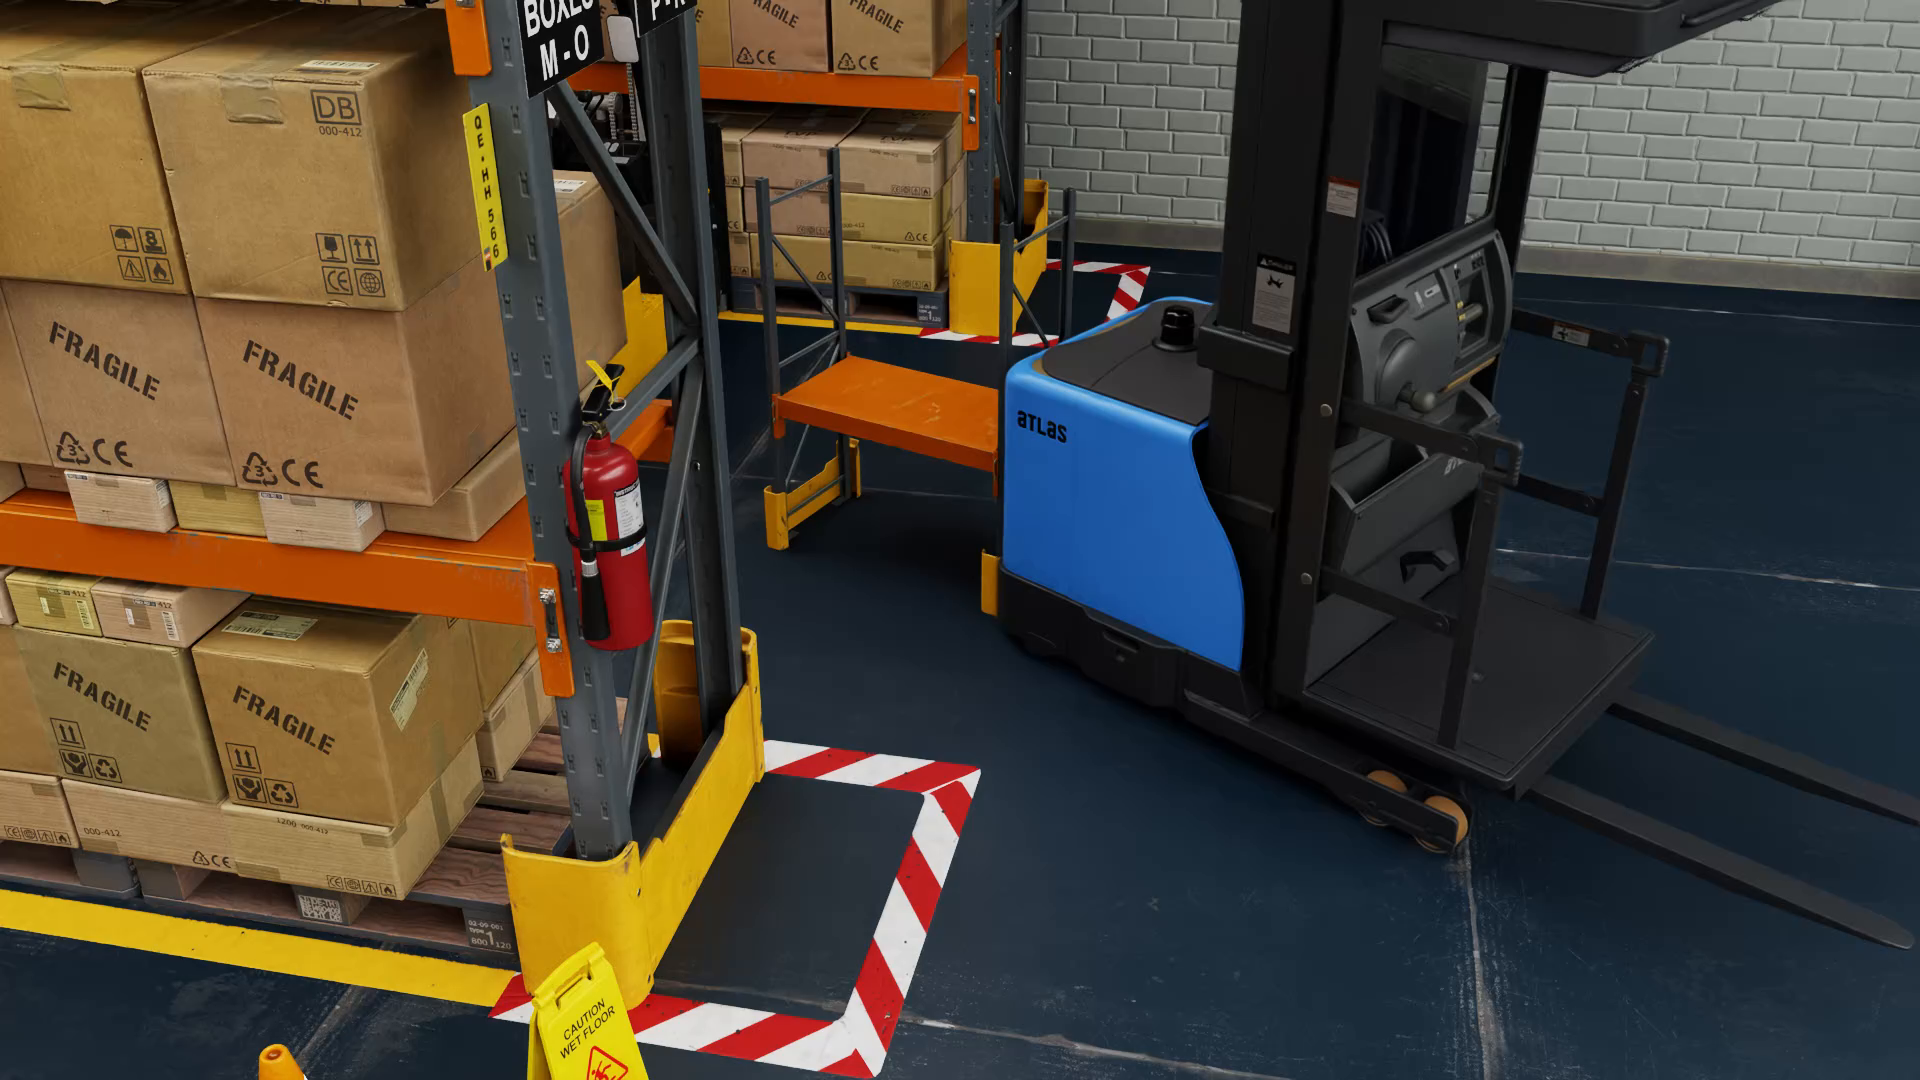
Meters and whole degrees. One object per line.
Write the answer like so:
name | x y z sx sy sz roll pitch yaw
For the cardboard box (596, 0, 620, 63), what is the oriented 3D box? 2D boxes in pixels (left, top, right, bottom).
cardboard box | -1.839 -2.786 8.611 0.500 0.500 0.500 6 29 11

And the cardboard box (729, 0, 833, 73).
cardboard box | -0.844 -2.690 8.435 0.500 0.500 0.500 7 29 12

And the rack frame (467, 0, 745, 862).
rack frame | -0.835 -0.332 4.233 0.127 3.000 1.000 6 29 11

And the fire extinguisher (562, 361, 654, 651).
fire extinguisher | -0.819 -0.070 3.835 0.183 0.674 0.296 6 29 11

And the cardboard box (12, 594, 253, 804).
cardboard box | -2.184 0.352 4.628 0.500 0.500 0.500 7 29 12

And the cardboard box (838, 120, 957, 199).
cardboard box | -0.318 -1.980 8.627 0.500 0.250 0.500 7 29 12

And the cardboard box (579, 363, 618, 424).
cardboard box | -1.124 -0.353 4.533 0.250 0.149 0.380 6 29 11

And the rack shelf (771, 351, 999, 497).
rack shelf | -0.164 -0.463 6.409 1.000 0.185 0.538 16 32 26

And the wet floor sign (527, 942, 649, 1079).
wet floor sign | -0.873 1.222 3.845 0.232 0.644 0.267 17 33 28

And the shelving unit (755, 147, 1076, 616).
shelving unit | -0.172 -0.623 6.326 1.083 1.500 0.587 16 32 26

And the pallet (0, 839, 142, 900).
pallet | -2.886 0.662 5.321 1.213 0.211 1.003 6 29 11

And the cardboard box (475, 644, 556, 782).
cardboard box | -1.566 0.479 5.177 0.500 0.250 0.500 6 29 10

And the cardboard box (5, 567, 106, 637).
cardboard box | -2.291 0.087 4.438 0.250 0.149 0.380 6 29 11

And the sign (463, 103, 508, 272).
sign | -0.970 -0.720 3.406 0.005 0.325 0.100 6 29 11

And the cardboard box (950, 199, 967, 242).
cardboard box | -0.242 -1.783 9.308 0.500 0.250 0.500 6 29 11

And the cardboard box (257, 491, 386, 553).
cardboard box | -1.516 -0.132 4.129 0.250 0.149 0.380 6 29 10

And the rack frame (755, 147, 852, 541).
rack frame | -0.602 -0.745 6.549 0.032 1.500 0.500 16 32 26

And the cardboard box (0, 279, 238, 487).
cardboard box | -1.912 -0.484 4.096 0.500 0.500 0.500 6 29 11

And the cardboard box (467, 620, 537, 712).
cardboard box | -1.589 0.148 5.001 0.500 0.500 0.500 5 29 9

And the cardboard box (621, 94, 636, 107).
cardboard box | -1.709 -2.375 9.350 0.500 0.250 0.500 5 29 10

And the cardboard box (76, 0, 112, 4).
cardboard box | -4.754 -2.974 9.215 0.500 0.250 0.500 6 29 10

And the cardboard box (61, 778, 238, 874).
cardboard box | -2.187 0.680 4.811 0.500 0.250 0.500 6 29 11

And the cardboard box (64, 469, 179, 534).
cardboard box | -2.021 -0.179 4.216 0.250 0.149 0.380 6 29 11

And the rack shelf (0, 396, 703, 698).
rack shelf | -2.791 -0.217 4.772 4.000 0.370 1.077 6 29 11

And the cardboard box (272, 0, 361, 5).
cardboard box | -3.334 -2.941 8.895 0.500 0.500 0.500 5 29 9

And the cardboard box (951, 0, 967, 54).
cardboard box | -0.229 -2.887 8.796 0.500 0.500 0.500 7 29 12

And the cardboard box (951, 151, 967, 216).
cardboard box | -0.219 -2.005 9.195 0.500 0.250 0.500 6 29 11

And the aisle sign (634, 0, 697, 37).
aisle sign | -0.710 -1.612 3.863 0.004 0.787 0.394 6 29 11

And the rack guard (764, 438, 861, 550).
rack guard | -0.601 -0.197 6.849 0.087 0.250 0.587 16 32 26

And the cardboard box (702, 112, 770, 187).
cardboard box | -1.314 -2.074 8.800 0.500 0.250 0.500 6 29 11

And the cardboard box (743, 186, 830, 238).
cardboard box | -0.832 -1.818 8.853 0.500 0.250 0.500 6 29 10

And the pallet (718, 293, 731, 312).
pallet | -1.748 -1.621 9.490 1.213 0.211 1.003 6 29 11

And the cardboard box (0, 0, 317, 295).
cardboard box | -1.874 -0.948 3.902 0.500 0.500 0.700 6 29 11

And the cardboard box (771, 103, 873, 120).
cardboard box | -0.722 -2.266 9.149 0.500 0.250 0.500 6 29 11

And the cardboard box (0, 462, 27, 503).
cardboard box | -2.511 -0.254 4.352 0.250 0.149 0.380 6 29 10

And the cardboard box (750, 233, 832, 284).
cardboard box | -0.812 -1.595 8.965 0.500 0.250 0.500 6 29 11

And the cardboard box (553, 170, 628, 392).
cardboard box | -1.240 -0.684 4.462 0.500 0.500 0.500 5 29 10

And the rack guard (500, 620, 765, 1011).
rack guard | -0.909 0.757 4.847 0.348 0.500 1.175 6 29 11

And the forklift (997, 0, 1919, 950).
forklift | 1.570 -0.627 4.843 3.031 2.935 1.130 23 36 36
